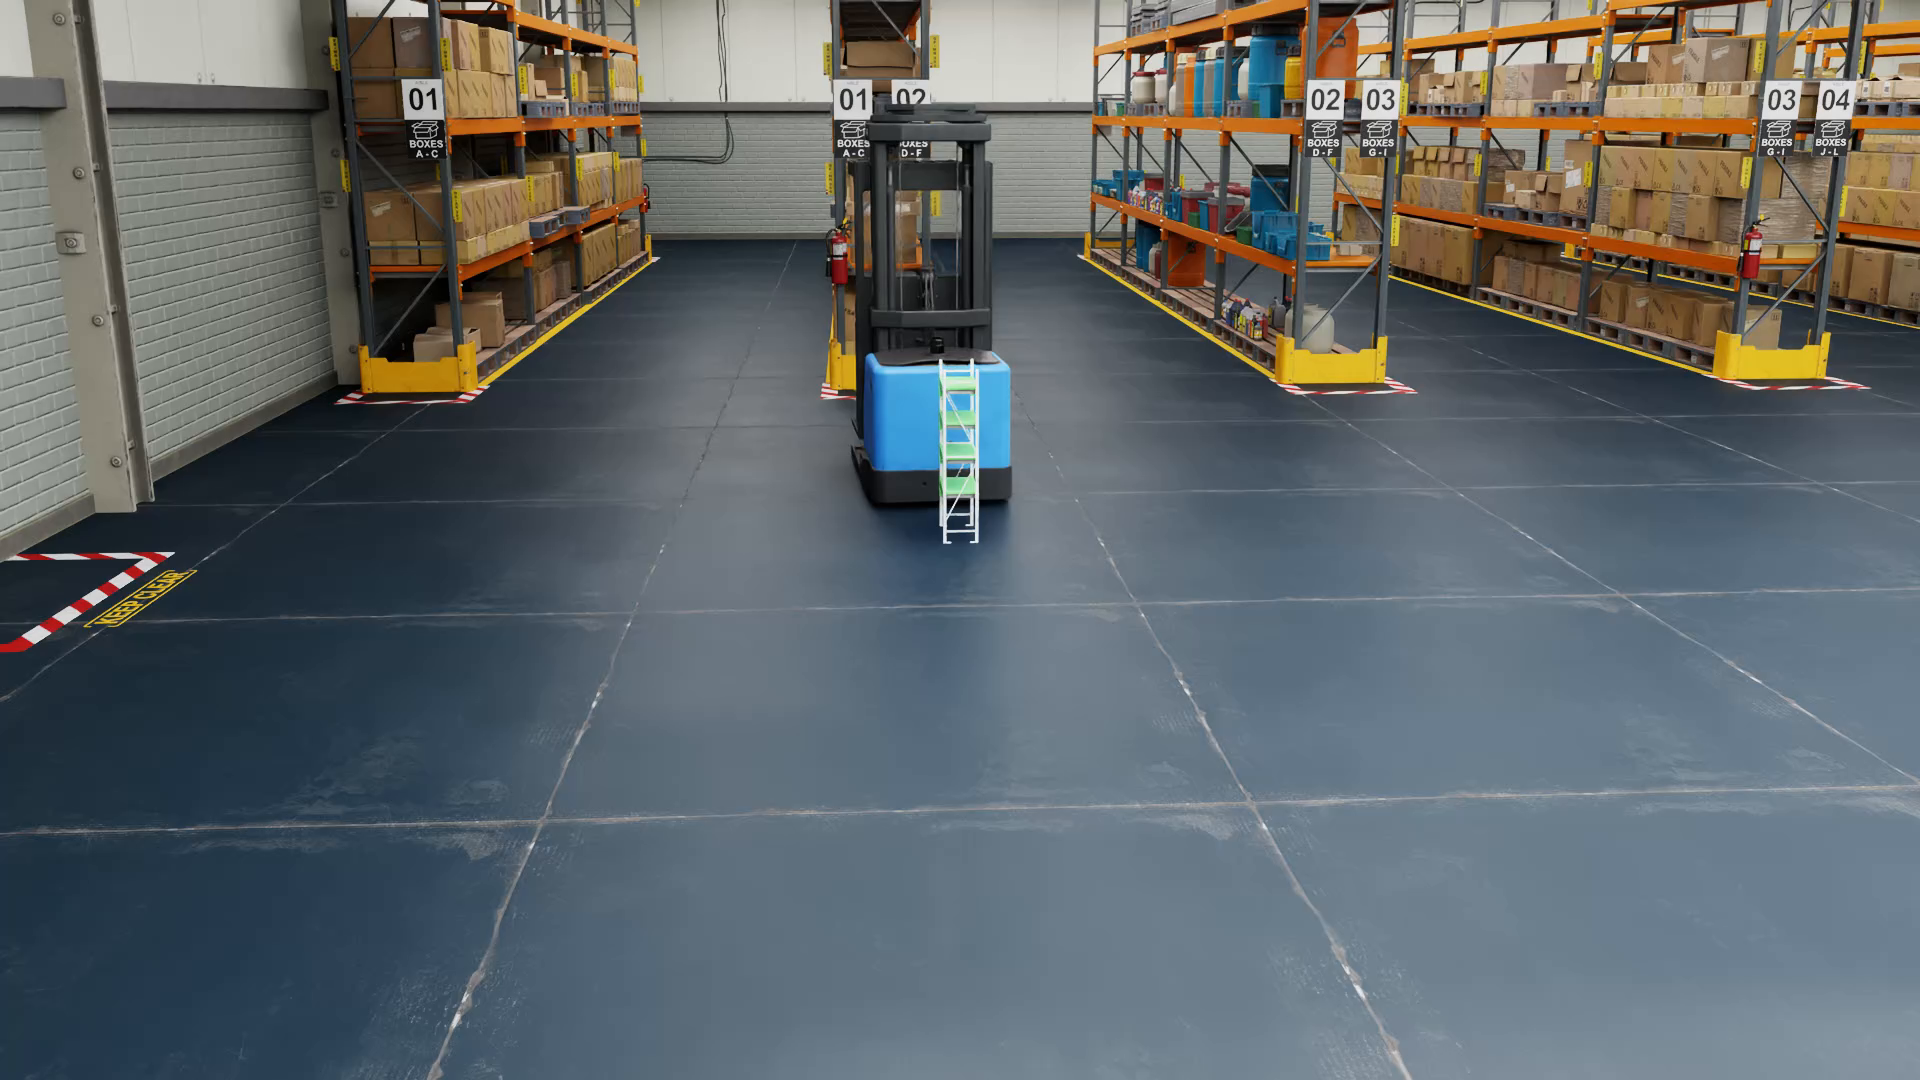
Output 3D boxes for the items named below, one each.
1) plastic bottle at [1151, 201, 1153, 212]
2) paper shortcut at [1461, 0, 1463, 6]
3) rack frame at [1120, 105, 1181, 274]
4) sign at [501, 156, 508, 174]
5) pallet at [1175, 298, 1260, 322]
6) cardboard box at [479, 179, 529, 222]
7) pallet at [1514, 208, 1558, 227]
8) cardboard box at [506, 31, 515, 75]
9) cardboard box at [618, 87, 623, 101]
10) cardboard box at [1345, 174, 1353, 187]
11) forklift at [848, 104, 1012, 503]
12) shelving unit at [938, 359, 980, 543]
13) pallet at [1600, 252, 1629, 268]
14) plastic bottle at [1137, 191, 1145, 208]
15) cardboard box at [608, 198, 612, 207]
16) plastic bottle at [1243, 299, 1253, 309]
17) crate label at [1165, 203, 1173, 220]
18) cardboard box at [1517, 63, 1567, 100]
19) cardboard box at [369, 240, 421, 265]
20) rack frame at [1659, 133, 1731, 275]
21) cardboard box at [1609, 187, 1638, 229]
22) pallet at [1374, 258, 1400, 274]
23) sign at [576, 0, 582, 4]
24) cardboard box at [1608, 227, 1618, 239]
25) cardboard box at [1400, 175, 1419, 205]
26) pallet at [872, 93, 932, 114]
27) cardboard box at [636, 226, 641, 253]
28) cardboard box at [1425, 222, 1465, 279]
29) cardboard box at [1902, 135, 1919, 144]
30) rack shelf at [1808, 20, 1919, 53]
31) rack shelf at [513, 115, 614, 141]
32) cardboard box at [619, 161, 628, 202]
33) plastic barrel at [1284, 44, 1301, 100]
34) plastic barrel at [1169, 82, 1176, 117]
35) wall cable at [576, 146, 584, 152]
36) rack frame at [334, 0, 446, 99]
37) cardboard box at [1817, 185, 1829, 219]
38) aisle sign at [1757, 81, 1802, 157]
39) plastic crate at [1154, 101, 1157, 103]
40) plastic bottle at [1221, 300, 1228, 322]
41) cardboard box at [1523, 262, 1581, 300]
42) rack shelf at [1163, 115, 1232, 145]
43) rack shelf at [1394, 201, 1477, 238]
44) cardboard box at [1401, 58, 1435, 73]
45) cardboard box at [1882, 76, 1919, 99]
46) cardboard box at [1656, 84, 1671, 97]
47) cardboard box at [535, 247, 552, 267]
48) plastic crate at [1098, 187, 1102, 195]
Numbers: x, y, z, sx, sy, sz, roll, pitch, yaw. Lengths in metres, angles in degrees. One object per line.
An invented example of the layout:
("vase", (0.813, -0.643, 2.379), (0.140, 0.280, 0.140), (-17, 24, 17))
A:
("plastic bottle", (3.143, -5.410, 26.932), (0.097, 0.201, 0.097), (0, 14, 0))
("paper shortcut", (7.970, -8.550, 26.419), (0.009, 0.170, 0.078), (9, -17, -6))
("rack frame", (3.385, -6.175, 29.508), (1.000, 3.000, 0.127), (-1, 14, -3))
("sign", (-6.809, -5.579, 24.866), (0.100, 0.325, 0.005), (-1, 14, -3))
("pallet", (3.715, -3.334, 24.062), (1.003, 0.211, 1.213), (-1, 14, -3))
("cardboard box", (-5.669, -4.220, 20.665), (0.500, 0.500, 0.500), (-1, 14, -4))
("pallet", (8.740, -4.673, 24.052), (1.003, 0.211, 1.213), (-1, 14, -3))
("cardboard box", (-5.706, -5.908, 20.200), (0.500, 0.500, 0.500), (-2, 15, -8))
("cardboard box", (-6.300, -7.957, 29.671), (0.500, 0.250, 0.500), (-1, 14, -5))
("cardboard box", (7.880, -7.065, 32.671), (0.500, 0.250, 0.500), (-1, 14, -4))
("forklift", (-0.319, -2.011, 13.462), (1.130, 2.935, 3.031), (-2, 15, -7))
("shelving unit", (-0.010, -0.622, 11.537), (0.258, 1.200, 0.503), (-1, 14, -3))
("pallet", (13.130, -5.424, 32.182), (1.003, 0.211, 1.213), (-1, 14, -3))
("plastic bottle", (3.091, -5.764, 28.158), (0.152, 0.276, 0.135), (-1, 14, -3))
("cardboard box", (-6.160, -5.768, 28.390), (0.380, 0.149, 0.250), (-1, 14, -2))
("plastic bottle", (3.660, -2.911, 21.254), (0.144, 0.351, 0.185), (-1, 14, -3))
("crate label", (3.285, -4.989, 25.233), (0.303, 0.233, 0.416), (-1, 14, -3))
("cardboard box", (8.415, -6.628, 24.044), (0.500, 0.500, 0.500), (-1, 14, -5))
("cardboard box", (-5.982, -3.088, 17.771), (0.500, 0.250, 0.500), (-1, 14, -3))
("rack frame", (13.285, -6.303, 30.005), (1.000, 3.000, 0.127), (-1, 14, -3))
("cardboard box", (8.786, -4.217, 21.099), (0.875, 0.500, 0.500), (-1, 14, -3))
("pallet", (8.359, -5.092, 30.892), (1.003, 0.211, 1.213), (-1, 14, -3))
("sign", (-7.305, -10.445, 31.869), (0.100, 0.325, 0.005), (-1, 14, -3))
("cardboard box", (8.583, -3.958, 21.396), (0.380, 0.149, 0.250), (-1, 14, -3))
("cardboard box", (8.107, -6.182, 29.333), (0.500, 0.500, 0.500), (-1, 14, -3))
("pallet", (-0.834, -4.702, 17.938), (1.003, 0.211, 1.213), (-1, 14, -3))
("cardboard box", (-6.608, -5.838, 32.369), (0.700, 0.500, 0.500), (-1, 14, -3))
("cardboard box", (8.507, -4.825, 27.682), (1.225, 0.875, 0.875), (-1, 14, -3))
("cardboard box", (17.935, -7.515, 31.207), (0.380, 0.149, 0.250), (-1, 14, -4))
("rack shelf", (13.657, -7.174, 23.598), (1.077, 0.370, 4.000), (-1, 14, -3))
("rack shelf", (-6.379, -6.629, 26.696), (1.077, 0.370, 4.000), (-1, 14, -3))
("cardboard box", (-6.560, -6.485, 30.107), (0.980, 0.700, 0.700), (-1, 14, -5))
("plastic barrel", (3.931, -5.220, 18.554), (0.600, 0.588, 0.600), (0, 14, 0))
("plastic barrel", (3.346, -6.605, 24.935), (0.421, 0.512, 0.421), (0, 14, 0))
("wall cable", (-7.774, -7.813, 33.834), (0.084, 1.984, 1.851), (-1, 14, -3))
("rack frame", (-5.760, -5.943, 16.567), (1.000, 3.000, 0.127), (-1, 14, -3))
("cardboard box", (13.326, -5.115, 25.185), (0.500, 0.500, 0.500), (-1, 14, -4))
("aisle sign", (8.776, -4.506, 17.804), (0.394, 0.787, 0.004), (-1, 14, -3))
("plastic crate", (3.582, -7.878, 30.368), (0.497, 0.269, 0.590), (-1, 14, -3))
("plastic bottle", (3.463, -2.992, 21.726), (0.097, 0.271, 0.097), (0, 14, 0))
("cardboard box", (8.727, -3.815, 24.466), (0.700, 0.500, 0.500), (0, 14, 1))
("rack shelf", (3.757, -5.788, 23.424), (1.077, 0.370, 4.000), (-1, 14, -3))
("rack shelf", (8.452, -5.406, 27.962), (1.077, 0.370, 4.000), (-1, 14, -3))
("cardboard box", (8.277, -8.602, 30.170), (0.500, 0.250, 0.500), (-2, 15, -7))
("cardboard box", (13.453, -6.408, 23.526), (0.500, 0.311, 0.500), (-1, 14, -5))
("cardboard box", (8.655, -5.426, 20.077), (0.380, 0.149, 0.250), (-1, 14, -5))
("cardboard box", (-6.186, -4.072, 23.963), (0.500, 0.250, 0.500), (-1, 14, -2))
("plastic crate", (2.803, -6.755, 32.171), (0.250, 0.136, 0.298), (-1, 14, -3))
